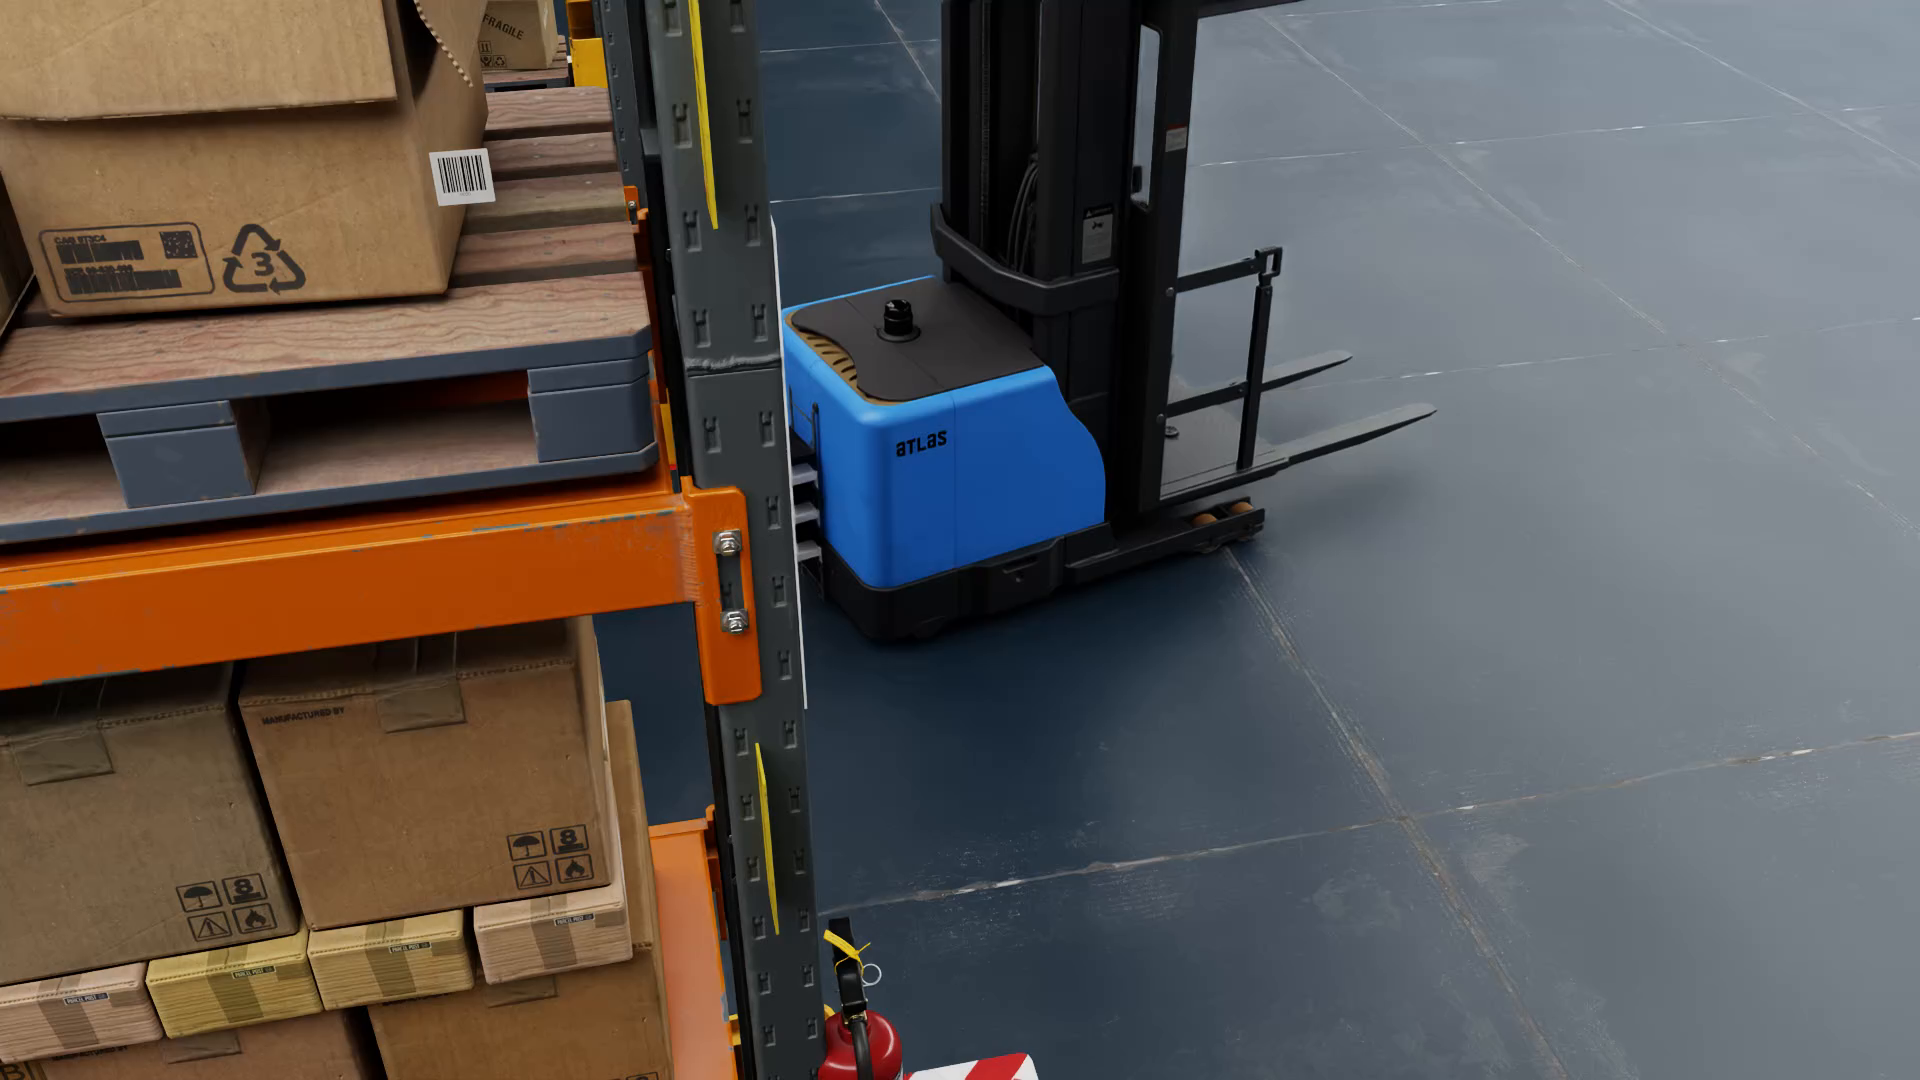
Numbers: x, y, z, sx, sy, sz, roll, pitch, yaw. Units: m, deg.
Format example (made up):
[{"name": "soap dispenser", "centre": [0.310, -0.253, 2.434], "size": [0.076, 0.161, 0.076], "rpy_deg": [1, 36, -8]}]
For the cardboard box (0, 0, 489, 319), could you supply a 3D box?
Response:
[{"name": "cardboard box", "centre": [-0.970, -0.700, 2.314], "size": [0.637, 0.503, 0.797], "rpy_deg": [-5, 34, -7]}]

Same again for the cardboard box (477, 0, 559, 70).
[{"name": "cardboard box", "centre": [-3.203, -3.701, 11.939], "size": [0.500, 0.500, 0.500], "rpy_deg": [-1, 34, -2]}]

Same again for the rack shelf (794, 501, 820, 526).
[{"name": "rack shelf", "centre": [-0.706, -0.121, 6.683], "size": [0.200, 0.077, 0.258], "rpy_deg": [-17, 37, -23]}]

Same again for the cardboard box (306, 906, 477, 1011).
[{"name": "cardboard box", "centre": [-0.994, 0.625, 2.955], "size": [0.250, 0.149, 0.380], "rpy_deg": [-6, 34, -9]}]

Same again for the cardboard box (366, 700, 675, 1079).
[{"name": "cardboard box", "centre": [-0.866, 0.761, 3.334], "size": [0.500, 0.500, 0.700], "rpy_deg": [-7, 35, -11]}]

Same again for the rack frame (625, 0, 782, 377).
[{"name": "rack frame", "centre": [-0.408, -1.739, 1.765], "size": [0.127, 3.000, 1.000], "rpy_deg": [-7, 35, -11]}]

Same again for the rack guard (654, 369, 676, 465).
[{"name": "rack guard", "centre": [-1.561, -0.867, 8.094], "size": [0.348, 0.500, 1.175], "rpy_deg": [-7, 35, -11]}]

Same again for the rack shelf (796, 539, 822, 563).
[{"name": "rack shelf", "centre": [-0.706, 0.028, 6.783], "size": [0.200, 0.077, 0.258], "rpy_deg": [-17, 37, -23]}]

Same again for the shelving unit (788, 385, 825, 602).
[{"name": "shelving unit", "centre": [-0.706, -0.149, 6.664], "size": [0.210, 0.900, 0.258], "rpy_deg": [-17, 37, -23]}]

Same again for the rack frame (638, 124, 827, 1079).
[{"name": "rack frame", "centre": [-0.408, 0.753, 3.437], "size": [0.127, 3.000, 1.000], "rpy_deg": [-7, 35, -11]}]

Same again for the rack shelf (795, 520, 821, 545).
[{"name": "rack shelf", "centre": [-0.706, -0.046, 6.733], "size": [0.200, 0.077, 0.258], "rpy_deg": [-17, 37, -23]}]

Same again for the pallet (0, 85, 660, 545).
[{"name": "pallet", "centre": [-1.104, -0.383, 2.517], "size": [1.213, 0.211, 1.003], "rpy_deg": [-7, 35, -11]}]

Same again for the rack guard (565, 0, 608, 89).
[{"name": "rack guard", "centre": [-2.664, -3.585, 12.143], "size": [0.348, 0.500, 1.175], "rpy_deg": [-7, 35, -11]}]

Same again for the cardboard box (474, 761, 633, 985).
[{"name": "cardboard box", "centre": [-0.739, 0.592, 3.004], "size": [0.250, 0.149, 0.380], "rpy_deg": [-8, 35, -11]}]

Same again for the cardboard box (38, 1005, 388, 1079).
[{"name": "cardboard box", "centre": [-1.378, 0.829, 3.234], "size": [0.500, 0.500, 0.700], "rpy_deg": [-6, 34, -9]}]

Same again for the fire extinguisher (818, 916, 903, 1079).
[{"name": "fire extinguisher", "centre": [-0.190, 1.023, 3.104], "size": [0.183, 0.674, 0.296], "rpy_deg": [-7, 35, -11]}]

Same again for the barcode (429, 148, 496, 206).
[{"name": "barcode", "centre": [-0.596, -0.435, 1.993], "size": [0.075, 0.075, 0.001], "rpy_deg": [-7, 35, -11]}]

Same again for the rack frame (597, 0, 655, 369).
[{"name": "rack frame", "centre": [-1.497, -1.940, 7.449], "size": [0.127, 3.000, 1.000], "rpy_deg": [-7, 35, -11]}]

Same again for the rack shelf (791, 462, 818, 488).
[{"name": "rack shelf", "centre": [-0.706, -0.271, 6.582], "size": [0.200, 0.077, 0.258], "rpy_deg": [-17, 37, -23]}]

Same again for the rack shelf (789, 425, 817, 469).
[{"name": "rack shelf", "centre": [-0.706, -0.345, 6.532], "size": [0.200, 0.077, 0.258], "rpy_deg": [-17, 37, -23]}]

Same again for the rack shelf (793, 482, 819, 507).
[{"name": "rack shelf", "centre": [-0.706, -0.196, 6.633], "size": [0.200, 0.077, 0.258], "rpy_deg": [-17, 37, -23]}]

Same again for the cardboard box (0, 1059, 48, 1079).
[{"name": "cardboard box", "centre": [-1.863, 0.887, 3.147], "size": [0.500, 0.500, 0.700], "rpy_deg": [-7, 34, -10]}]

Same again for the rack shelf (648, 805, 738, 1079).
[{"name": "rack shelf", "centre": [-2.359, 1.297, 3.271], "size": [4.000, 0.370, 1.077], "rpy_deg": [-7, 35, -11]}]

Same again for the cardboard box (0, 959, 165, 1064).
[{"name": "cardboard box", "centre": [-1.489, 0.686, 2.863], "size": [0.250, 0.149, 0.380], "rpy_deg": [-7, 34, -10]}]

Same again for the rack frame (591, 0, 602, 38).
[{"name": "rack frame", "centre": [-2.590, -4.632, 11.461], "size": [0.127, 3.000, 1.000], "rpy_deg": [-7, 35, -11]}]

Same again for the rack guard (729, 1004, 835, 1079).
[{"name": "rack guard", "centre": [-0.385, 1.788, 4.138], "size": [0.348, 0.500, 1.175], "rpy_deg": [-7, 35, -11]}]

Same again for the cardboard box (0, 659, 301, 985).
[{"name": "cardboard box", "centre": [-1.430, 0.297, 2.862], "size": [0.500, 0.500, 0.700], "rpy_deg": [-8, 35, -12]}]

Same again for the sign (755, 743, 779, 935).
[{"name": "sign", "centre": [-0.302, 0.470, 2.606], "size": [0.005, 0.325, 0.100], "rpy_deg": [-7, 35, -11]}]

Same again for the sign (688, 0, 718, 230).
[{"name": "sign", "centre": [-0.302, -0.531, 1.934], "size": [0.005, 0.325, 0.100], "rpy_deg": [-7, 35, -11]}]

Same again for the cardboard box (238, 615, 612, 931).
[{"name": "cardboard box", "centre": [-0.918, 0.229, 2.962], "size": [0.500, 0.500, 0.700], "rpy_deg": [-7, 35, -10]}]

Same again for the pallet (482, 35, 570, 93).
[{"name": "pallet", "centre": [-3.464, -3.384, 12.103], "size": [1.213, 0.211, 1.003], "rpy_deg": [-7, 35, -11]}]

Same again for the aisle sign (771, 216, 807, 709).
[{"name": "aisle sign", "centre": [-0.279, -0.175, 2.486], "size": [0.004, 0.787, 0.394], "rpy_deg": [-7, 35, -11]}]

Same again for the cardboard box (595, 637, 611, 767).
[{"name": "cardboard box", "centre": [-0.838, 0.373, 3.331], "size": [0.250, 0.149, 0.380], "rpy_deg": [-7, 35, -11]}]

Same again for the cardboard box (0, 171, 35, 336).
[{"name": "cardboard box", "centre": [-1.473, -0.378, 2.062], "size": [0.500, 0.250, 0.500], "rpy_deg": [-7, 35, -11]}]

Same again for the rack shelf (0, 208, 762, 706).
[{"name": "rack shelf", "centre": [-2.359, 0.052, 2.435], "size": [4.000, 0.370, 1.077], "rpy_deg": [-7, 35, -11]}]

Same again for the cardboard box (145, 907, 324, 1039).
[{"name": "cardboard box", "centre": [-1.243, 0.657, 2.908], "size": [0.250, 0.149, 0.380], "rpy_deg": [-8, 35, -11]}]

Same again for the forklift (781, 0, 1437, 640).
[{"name": "forklift", "centre": [0.742, -1.402, 6.709], "size": [3.031, 2.935, 1.130], "rpy_deg": [-17, 37, -23]}]

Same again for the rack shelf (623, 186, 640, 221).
[{"name": "rack shelf", "centre": [-3.448, -1.395, 7.283], "size": [4.000, 0.370, 1.077], "rpy_deg": [-7, 35, -11]}]

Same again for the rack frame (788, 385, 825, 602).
[{"name": "rack frame", "centre": [-0.617, -0.176, 6.705], "size": [0.006, 0.900, 0.240], "rpy_deg": [-17, 37, -23]}]
